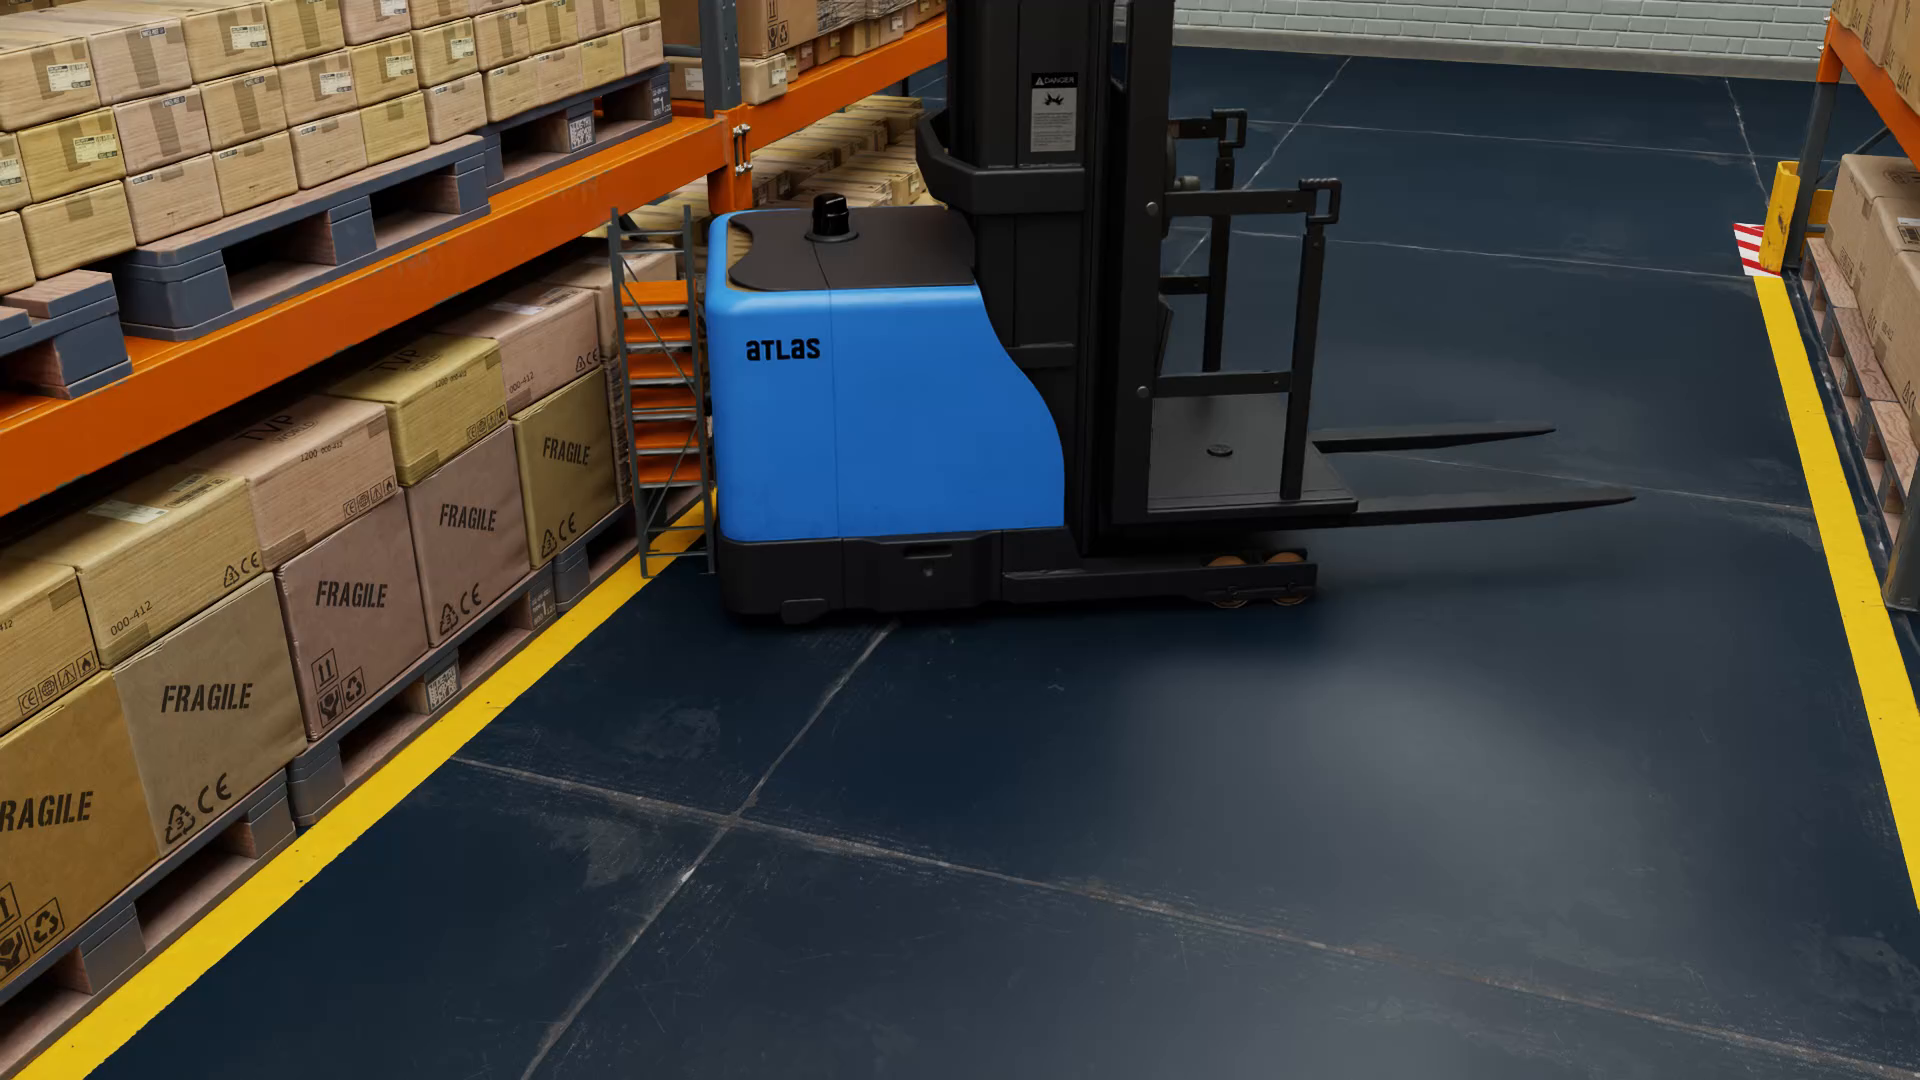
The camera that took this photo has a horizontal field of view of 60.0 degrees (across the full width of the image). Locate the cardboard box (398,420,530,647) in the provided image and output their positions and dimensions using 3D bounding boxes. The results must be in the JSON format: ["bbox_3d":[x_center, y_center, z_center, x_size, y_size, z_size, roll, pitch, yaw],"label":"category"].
[{"bbox_3d":[-1.620,-0.058,4.815,0.500,0.500,0.500,8,27,16],"label":"cardboard box"}]

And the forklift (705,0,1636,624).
[{"bbox_3d":[0.709,-1.325,5.124,3.031,2.935,1.130,-3,26,-6],"label":"forklift"}]

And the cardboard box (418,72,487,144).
[{"bbox_3d":[-1.552,-1.213,4.619,0.380,0.149,0.250,8,27,15],"label":"cardboard box"}]

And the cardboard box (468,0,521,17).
[{"bbox_3d":[-1.478,-1.582,4.699,0.380,0.149,0.250,9,27,17],"label":"cardboard box"}]

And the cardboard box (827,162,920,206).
[{"bbox_3d":[-0.411,-1.680,7.884,0.380,0.149,0.250,9,27,18],"label":"cardboard box"}]

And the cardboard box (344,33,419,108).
[{"bbox_3d":[-1.647,-1.231,4.316,0.380,0.149,0.250,9,27,18],"label":"cardboard box"}]

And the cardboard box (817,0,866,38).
[{"bbox_3d":[-0.705,-2.306,6.615,0.500,0.500,0.500,9,27,17],"label":"cardboard box"}]

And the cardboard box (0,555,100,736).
[{"bbox_3d":[-2.138,0.238,3.342,0.500,0.250,0.500,8,27,15],"label":"cardboard box"}]

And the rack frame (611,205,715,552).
[{"bbox_3d":[-0.951,-0.494,5.377,0.240,1.200,0.006,-3,28,-6],"label":"rack frame"}]

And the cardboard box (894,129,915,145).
[{"bbox_3d":[-0.121,-2.002,8.550,0.380,0.149,0.250,8,27,15],"label":"cardboard box"}]

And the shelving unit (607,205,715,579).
[{"bbox_3d":[-0.940,-0.451,5.297,0.258,1.200,0.189,-3,28,-6],"label":"shelving unit"}]

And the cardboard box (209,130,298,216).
[{"bbox_3d":[-1.818,-0.888,3.948,0.380,0.149,0.250,9,27,18],"label":"cardboard box"}]

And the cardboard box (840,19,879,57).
[{"bbox_3d":[-0.566,-2.151,7.038,0.380,0.149,0.250,9,27,18],"label":"cardboard box"}]

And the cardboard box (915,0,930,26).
[{"bbox_3d":[-0.361,-2.484,7.726,0.380,0.149,0.250,9,27,18],"label":"cardboard box"}]

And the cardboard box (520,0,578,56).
[{"bbox_3d":[-1.383,-1.564,5.002,0.380,0.149,0.250,10,28,20],"label":"cardboard box"}]

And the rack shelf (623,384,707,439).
[{"bbox_3d":[-0.940,-0.412,5.318,0.258,0.103,0.180,-3,28,-6],"label":"rack shelf"}]

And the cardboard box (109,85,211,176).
[{"bbox_3d":[-1.905,-0.919,3.672,0.380,0.149,0.250,9,27,18],"label":"cardboard box"}]

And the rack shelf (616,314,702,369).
[{"bbox_3d":[-0.939,-0.624,5.205,0.258,0.103,0.180,-3,28,-6],"label":"rack shelf"}]

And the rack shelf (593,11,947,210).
[{"bbox_3d":[-0.600,-2.254,7.789,1.077,0.370,4.000,9,27,17],"label":"rack shelf"}]

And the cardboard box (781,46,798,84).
[{"bbox_3d":[-0.846,-1.829,6.373,0.380,0.149,0.250,10,27,19],"label":"cardboard box"}]

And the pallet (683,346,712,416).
[{"bbox_3d":[-1.075,-0.782,7.123,1.003,0.211,1.213,9,27,17],"label":"pallet"}]

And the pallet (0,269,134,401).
[{"bbox_3d":[-2.460,-0.334,3.218,1.213,0.211,1.003,9,27,17],"label":"pallet"}]

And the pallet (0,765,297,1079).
[{"bbox_3d":[-2.335,0.822,3.810,1.003,0.211,1.213,9,27,17],"label":"pallet"}]

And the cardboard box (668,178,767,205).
[{"bbox_3d":[-1.106,-1.548,7.611,0.380,0.149,0.250,7,27,15],"label":"cardboard box"}]

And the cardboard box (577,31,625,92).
[{"bbox_3d":[-1.296,-1.533,5.280,0.380,0.149,0.250,9,27,18],"label":"cardboard box"}]

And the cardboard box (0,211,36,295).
[{"bbox_3d":[-2.078,-0.564,3.279,0.380,0.149,0.250,10,28,20],"label":"cardboard box"}]

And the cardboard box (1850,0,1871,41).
[{"bbox_3d":[4.195,-2.401,7.152,0.500,0.500,0.500,8,27,17],"label":"cardboard box"}]

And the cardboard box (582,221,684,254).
[{"bbox_3d":[-1.345,-1.224,6.943,0.380,0.149,0.250,9,27,18],"label":"cardboard box"}]

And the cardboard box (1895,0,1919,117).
[{"bbox_3d":[3.669,-1.773,5.855,0.500,0.500,0.500,8,27,17],"label":"cardboard box"}]

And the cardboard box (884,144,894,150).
[{"bbox_3d":[-0.493,-2.044,8.977,0.380,0.149,0.250,9,27,18],"label":"cardboard box"}]

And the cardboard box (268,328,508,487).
[{"bbox_3d":[-1.621,-0.386,4.631,0.500,0.250,0.500,8,27,15],"label":"cardboard box"}]

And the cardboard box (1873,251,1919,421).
[{"bbox_3d":[4.044,-0.726,6.265,0.875,0.438,0.875,8,27,16],"label":"cardboard box"}]

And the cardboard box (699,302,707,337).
[{"bbox_3d":[-0.843,-0.898,6.611,0.380,0.149,0.250,10,28,20],"label":"cardboard box"}]

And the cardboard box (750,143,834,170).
[{"bbox_3d":[-0.848,-1.864,8.264,0.380,0.149,0.250,9,27,18],"label":"cardboard box"}]

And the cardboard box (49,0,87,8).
[{"bbox_3d":[-2.346,-1.362,4.244,0.380,0.149,0.250,10,27,19],"label":"cardboard box"}]

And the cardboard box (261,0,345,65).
[{"bbox_3d":[-1.737,-1.260,4.034,0.380,0.149,0.250,8,27,17],"label":"cardboard box"}]

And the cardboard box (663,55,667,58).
[{"bbox_3d":[-1.263,-2.017,6.762,0.380,0.149,0.250,10,28,19],"label":"cardboard box"}]

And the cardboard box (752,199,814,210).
[{"bbox_3d":[-0.705,-1.367,7.238,0.380,0.149,0.250,8,27,16],"label":"cardboard box"}]

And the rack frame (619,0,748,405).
[{"bbox_3d":[-1.265,-1.756,5.934,1.000,3.000,0.127,9,27,17],"label":"rack frame"}]

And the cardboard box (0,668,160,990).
[{"bbox_3d":[-2.120,0.570,3.517,0.500,0.500,0.500,8,27,15],"label":"cardboard box"}]

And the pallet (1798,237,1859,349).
[{"bbox_3d":[4.575,-1.128,7.838,1.003,0.211,1.213,9,27,17],"label":"pallet"}]

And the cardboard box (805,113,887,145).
[{"bbox_3d":[-0.612,-2.192,8.941,0.380,0.149,0.250,9,27,17],"label":"cardboard box"}]

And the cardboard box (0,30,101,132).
[{"bbox_3d":[-1.998,-0.937,3.368,0.380,0.149,0.250,8,27,15],"label":"cardboard box"}]
